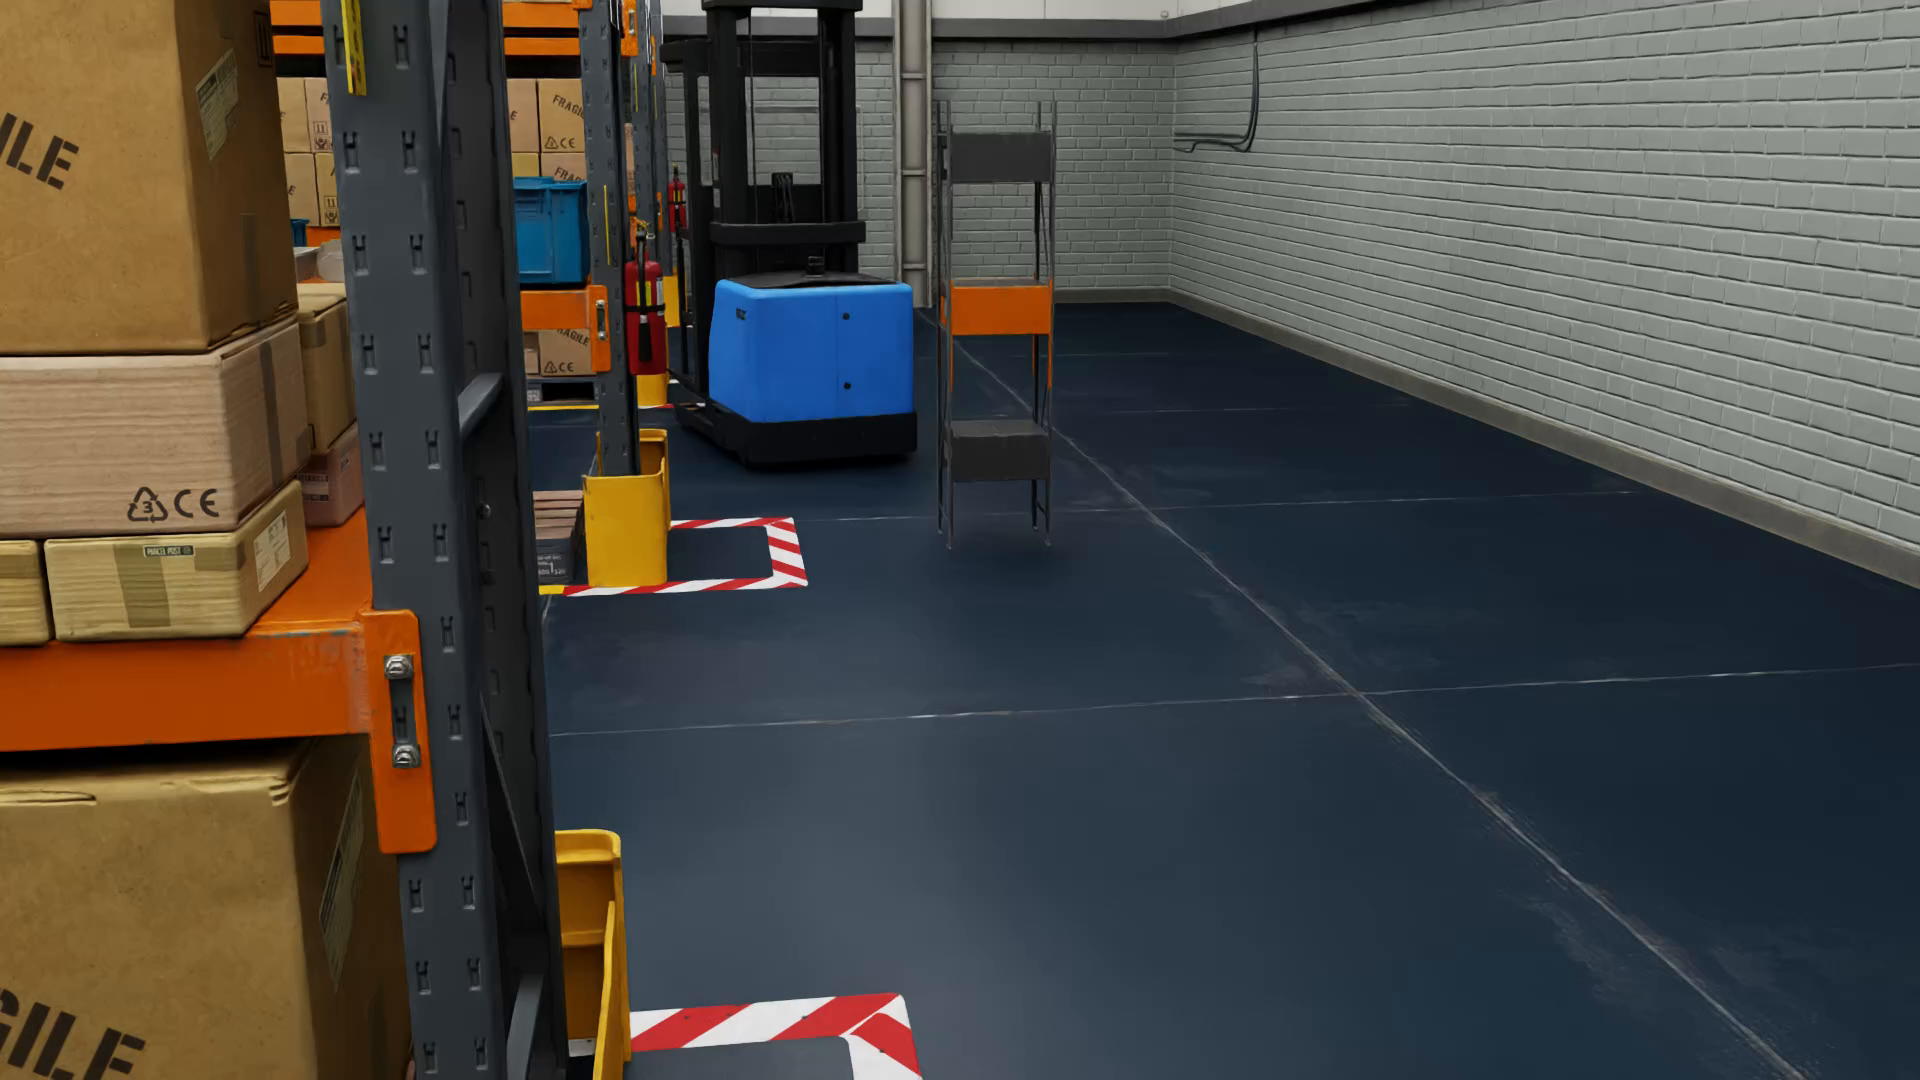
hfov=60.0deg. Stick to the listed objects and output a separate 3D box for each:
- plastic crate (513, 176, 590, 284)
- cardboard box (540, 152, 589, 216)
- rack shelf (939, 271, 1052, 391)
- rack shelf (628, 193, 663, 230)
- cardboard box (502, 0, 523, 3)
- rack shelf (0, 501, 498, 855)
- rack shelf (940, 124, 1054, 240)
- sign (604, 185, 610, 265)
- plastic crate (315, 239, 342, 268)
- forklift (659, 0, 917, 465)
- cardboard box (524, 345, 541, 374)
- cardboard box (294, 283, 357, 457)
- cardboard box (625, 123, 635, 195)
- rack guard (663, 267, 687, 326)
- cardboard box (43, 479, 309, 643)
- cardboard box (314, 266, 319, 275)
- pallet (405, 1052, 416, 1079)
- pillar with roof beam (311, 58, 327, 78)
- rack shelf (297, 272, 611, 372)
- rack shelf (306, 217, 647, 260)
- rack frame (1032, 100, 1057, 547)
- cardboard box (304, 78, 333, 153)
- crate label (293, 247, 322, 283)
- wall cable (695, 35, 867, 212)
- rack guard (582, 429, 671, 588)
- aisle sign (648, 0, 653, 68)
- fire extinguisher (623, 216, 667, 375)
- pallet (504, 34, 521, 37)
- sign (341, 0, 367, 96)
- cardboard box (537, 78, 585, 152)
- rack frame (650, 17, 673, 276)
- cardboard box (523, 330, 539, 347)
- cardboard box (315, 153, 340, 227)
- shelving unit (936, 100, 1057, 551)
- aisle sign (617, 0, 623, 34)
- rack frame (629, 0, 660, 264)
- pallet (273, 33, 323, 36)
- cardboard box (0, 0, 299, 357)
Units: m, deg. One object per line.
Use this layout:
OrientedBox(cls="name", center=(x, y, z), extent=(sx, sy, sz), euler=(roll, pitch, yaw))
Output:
OrientedBox(cls="plastic crate", center=(-1.891, -1.372, 7.330), extent=(0.499, 0.435, 0.616), euler=(-2, 14, -8))
OrientedBox(cls="cardboard box", center=(-2.724, -2.541, 11.982), extent=(0.500, 0.500, 0.500), euler=(-2, 14, -7))
OrientedBox(cls="rack shelf", center=(0.164, -1.011, 7.994), extent=(0.480, 0.518, 0.431), euler=(-2, 14, -8))
OrientedBox(cls="rack shelf", center=(-5.041, -3.344, 16.869), extent=(4.000, 0.370, 1.077), euler=(-2, 14, -8))
OrientedBox(cls="cardboard box", center=(-3.287, -3.859, 11.585), extent=(0.500, 0.250, 0.500), euler=(-2, 14, -8))
OrientedBox(cls="rack shelf", center=(-2.828, 0.230, 2.617), extent=(4.000, 0.370, 1.077), euler=(-2, 14, -8))
OrientedBox(cls="rack shelf", center=(0.164, -1.690, 7.823), extent=(0.480, 0.518, 0.431), euler=(-2, 14, -8))
OrientedBox(cls="sign", center=(-1.490, -1.330, 7.024), extent=(0.005, 0.325, 0.100), euler=(-2, 14, -8))
OrientedBox(cls="plastic crate", center=(-2.881, -1.338, 7.809), extent=(0.298, 0.136, 0.250), euler=(-2, 14, -8))
OrientedBox(cls="forklift", center=(-1.295, -2.180, 10.890), extent=(1.130, 2.935, 3.031), euler=(-6, 15, -22))
OrientedBox(cls="cardboard box", center=(-3.237, -1.341, 12.324), extent=(0.250, 0.166, 0.380), euler=(-2, 14, -8))
OrientedBox(cls="cardboard box", center=(-1.365, -0.310, 2.990), extent=(0.500, 0.250, 0.500), euler=(-2, 14, -10))
OrientedBox(cls="cardboard box", center=(-3.567, -3.890, 16.951), extent=(0.700, 0.700, 0.980), euler=(-1, 14, -6))
OrientedBox(cls="rack guard", center=(-3.040, -2.554, 17.378), extent=(0.348, 0.500, 1.175), euler=(-2, 14, -8))
OrientedBox(cls="cardboard box", center=(-1.153, 0.023, 2.481), extent=(0.250, 0.149, 0.380), euler=(-2, 14, -7))
OrientedBox(cls="cardboard box", center=(-6.264, -2.614, 16.756), extent=(0.500, 0.500, 0.700), euler=(-2, 14, -8))
OrientedBox(cls="pallet", center=(-1.629, 1.209, 2.967), extent=(1.213, 0.211, 1.003), euler=(-2, 14, -8))
OrientedBox(cls="pillar with roof beam", center=(-5.814, -5.729, 12.565), extent=(0.400, 9.000, 9.100), euler=(-2, 14, -8))
OrientedBox(cls="rack shelf", center=(-3.565, -0.961, 7.367), extent=(4.000, 0.370, 1.077), euler=(-2, 14, -8))
OrientedBox(cls="rack shelf", center=(-4.300, -2.153, 12.119), extent=(4.000, 0.370, 1.077), euler=(-2, 14, -8))
OrientedBox(cls="rack frame", center=(0.405, -1.033, 8.026), extent=(0.015, 2.100, 0.400), euler=(-2, 14, -8))
OrientedBox(cls="cardboard box", center=(-4.240, -2.968, 11.631), extent=(0.500, 0.500, 0.500), euler=(-2, 14, -7))
OrientedBox(cls="crate label", center=(-2.928, -1.188, 7.210), extent=(0.243, 0.136, 0.396), euler=(-2, 14, -8))
OrientedBox(cls="wall cable", center=(-1.938, -4.532, 18.040), extent=(1.851, 1.984, 0.084), euler=(-2, 14, -8))
OrientedBox(cls="rack guard", center=(-1.566, -0.174, 7.889), extent=(0.348, 0.500, 1.175), euler=(-2, 14, -8))
OrientedBox(cls="aisle sign", center=(-2.298, -3.908, 12.295), extent=(0.004, 0.787, 0.394), euler=(-2, 14, -8))
OrientedBox(cls="fire extinguisher", center=(-1.371, -1.060, 7.209), extent=(0.183, 0.674, 0.296), euler=(-2, 14, -8))
OrientedBox(cls="pallet", center=(-5.005, -5.103, 16.420), extent=(1.213, 0.211, 1.003), euler=(-2, 14, -8))
OrientedBox(cls="sign", center=(-0.783, -0.737, 2.126), extent=(0.005, 0.325, 0.100), euler=(-2, 14, -8))
OrientedBox(cls="cardboard box", center=(-2.721, -3.025, 11.858), extent=(0.500, 0.500, 0.500), euler=(-2, 14, -9))
OrientedBox(cls="rack frame", center=(-3.064, -3.766, 17.071), extent=(0.127, 3.000, 1.000), euler=(-2, 14, -8))
OrientedBox(cls="cardboard box", center=(-3.396, -1.484, 12.722), extent=(0.500, 0.250, 0.500), euler=(-2, 14, -8))
OrientedBox(cls="cardboard box", center=(-4.229, -2.486, 11.764), extent=(0.500, 0.500, 0.500), euler=(-2, 14, -9))
OrientedBox(cls="shelving unit", center=(0.164, -1.024, 7.990), extent=(0.503, 2.100, 0.431), euler=(-2, 14, -8))
OrientedBox(cls="aisle sign", center=(-1.561, -2.718, 7.548), extent=(0.004, 0.787, 0.394), euler=(-2, 14, -8))
OrientedBox(cls="rack frame", center=(-2.322, -2.574, 12.320), extent=(0.127, 3.000, 1.000), euler=(-2, 14, -8))
OrientedBox(cls="pallet", center=(-6.208, -5.060, 16.247), extent=(1.213, 0.211, 1.003), euler=(-2, 14, -8))
OrientedBox(cls="cardboard box", center=(-1.293, -0.546, 2.386), extent=(0.500, 0.500, 0.500), euler=(-2, 14, -8))
